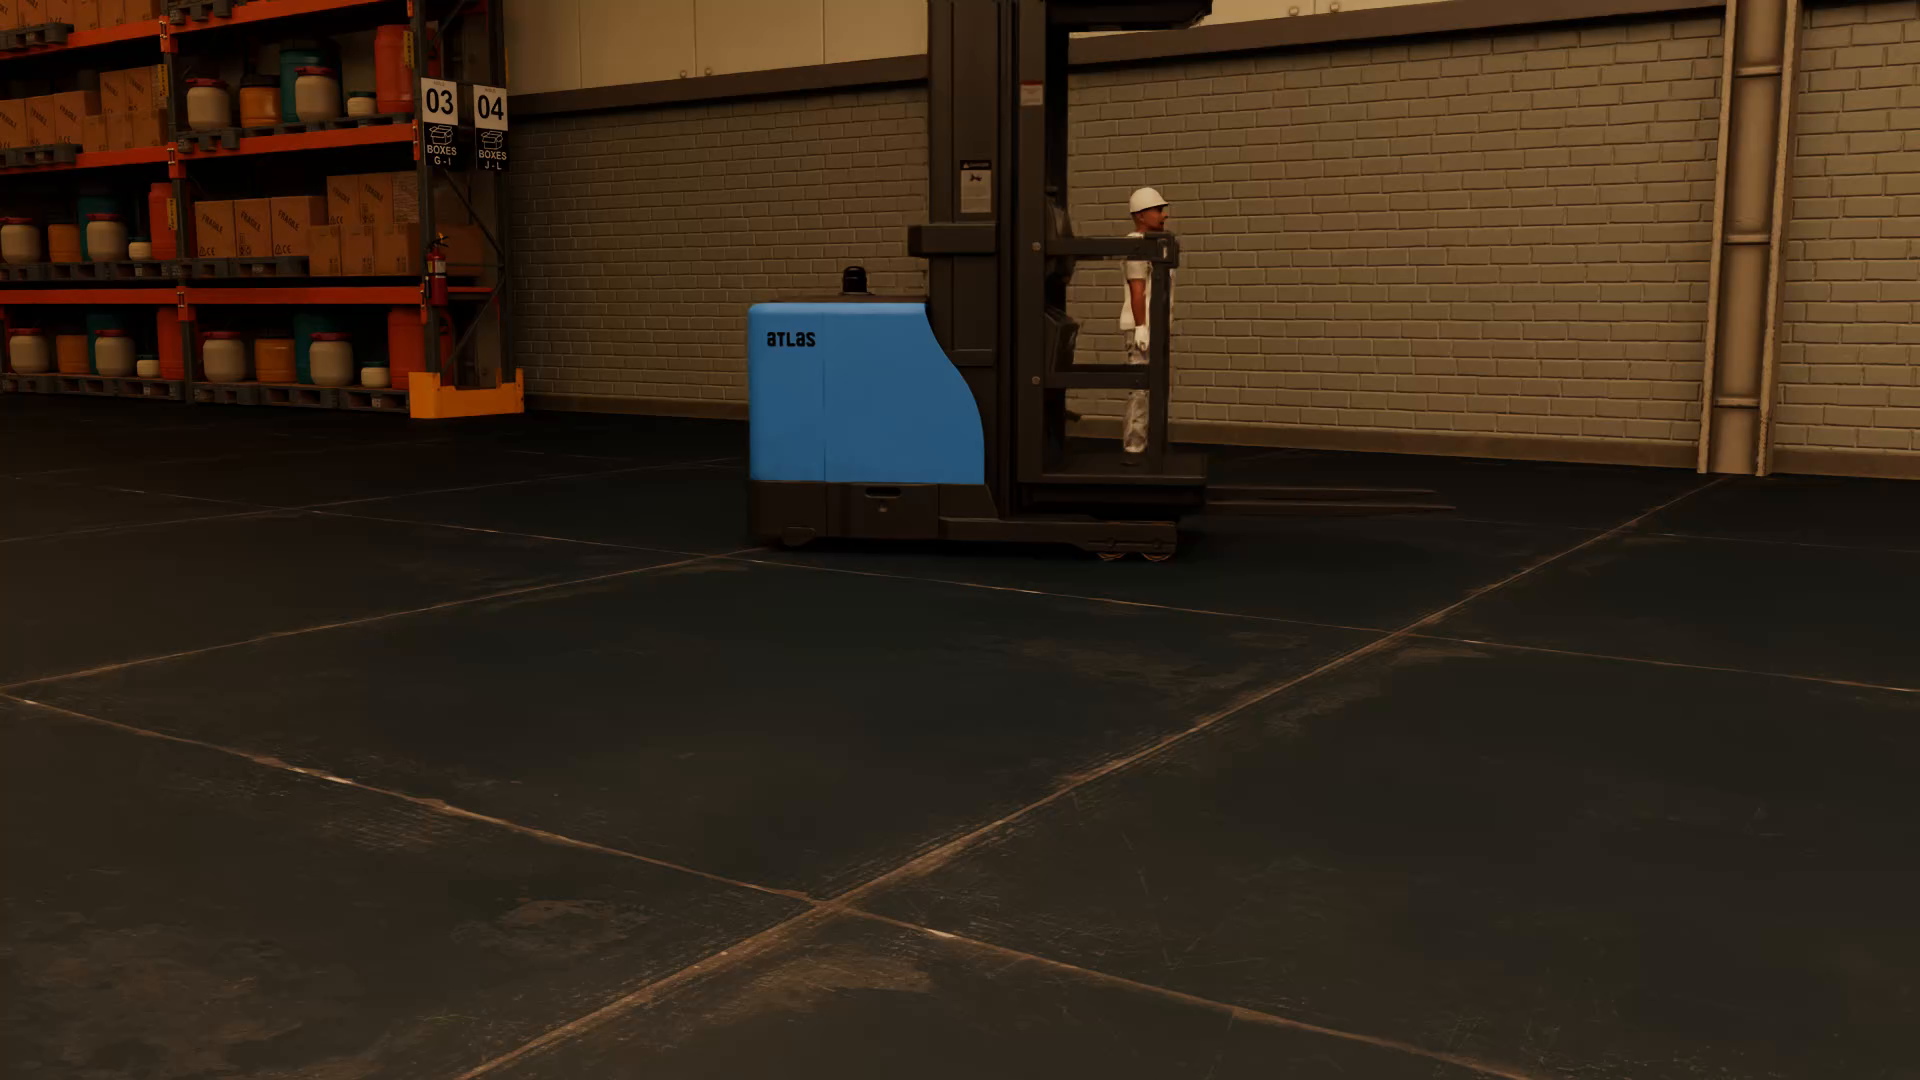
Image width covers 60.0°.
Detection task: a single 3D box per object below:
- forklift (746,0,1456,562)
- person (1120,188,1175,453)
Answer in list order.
[{"bbox_3d":[0.626,-1.441,7.325,3.031,2.935,1.130,1,8,8],"label":"forklift"},{"bbox_3d":[1.192,-1.317,10.517,0.368,1.790,0.557,2,8,11],"label":"person"}]
